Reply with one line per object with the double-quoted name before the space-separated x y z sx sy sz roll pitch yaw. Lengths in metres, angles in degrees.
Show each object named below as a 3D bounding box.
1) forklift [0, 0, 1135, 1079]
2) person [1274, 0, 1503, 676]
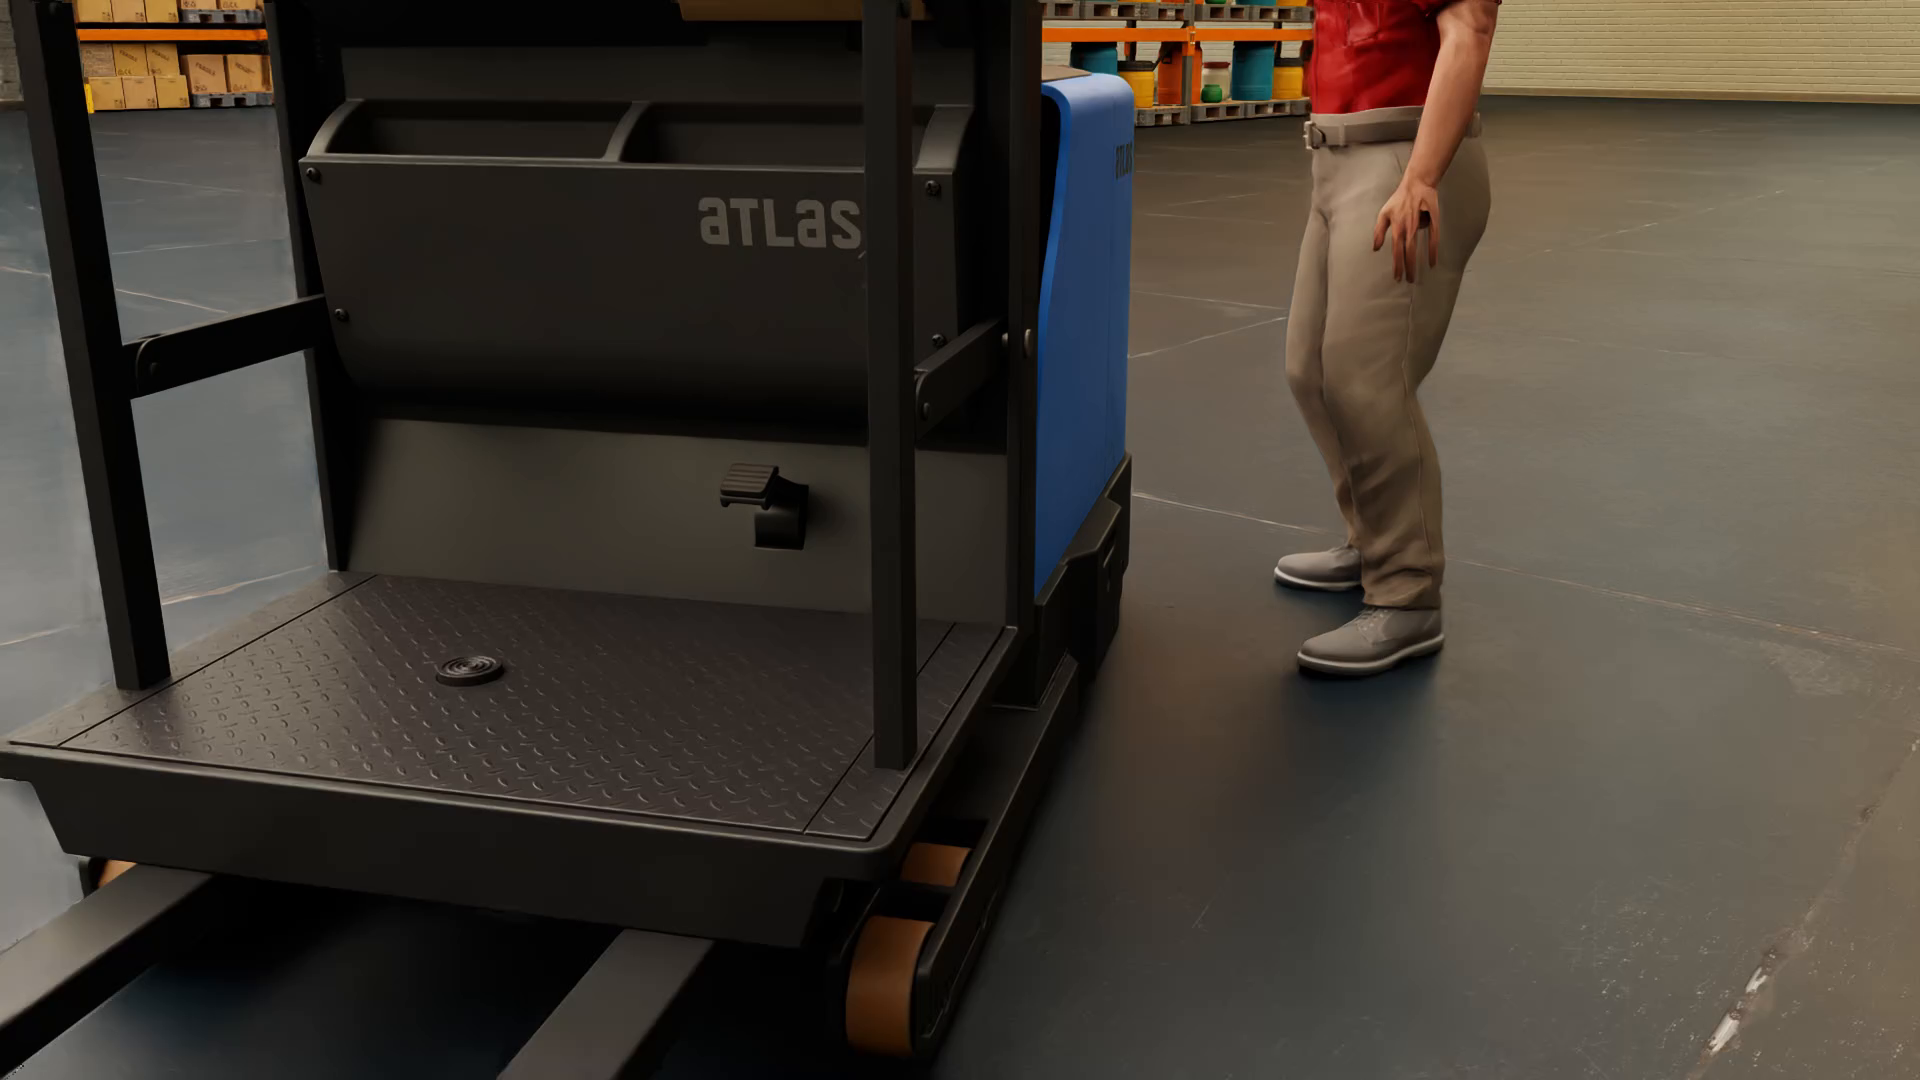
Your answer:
"forklift" -0.491 -0.917 1.918 1.130 2.935 3.031 4 17 13
"person" 0.823 -0.674 3.241 0.389 1.703 0.831 0 17 -1
